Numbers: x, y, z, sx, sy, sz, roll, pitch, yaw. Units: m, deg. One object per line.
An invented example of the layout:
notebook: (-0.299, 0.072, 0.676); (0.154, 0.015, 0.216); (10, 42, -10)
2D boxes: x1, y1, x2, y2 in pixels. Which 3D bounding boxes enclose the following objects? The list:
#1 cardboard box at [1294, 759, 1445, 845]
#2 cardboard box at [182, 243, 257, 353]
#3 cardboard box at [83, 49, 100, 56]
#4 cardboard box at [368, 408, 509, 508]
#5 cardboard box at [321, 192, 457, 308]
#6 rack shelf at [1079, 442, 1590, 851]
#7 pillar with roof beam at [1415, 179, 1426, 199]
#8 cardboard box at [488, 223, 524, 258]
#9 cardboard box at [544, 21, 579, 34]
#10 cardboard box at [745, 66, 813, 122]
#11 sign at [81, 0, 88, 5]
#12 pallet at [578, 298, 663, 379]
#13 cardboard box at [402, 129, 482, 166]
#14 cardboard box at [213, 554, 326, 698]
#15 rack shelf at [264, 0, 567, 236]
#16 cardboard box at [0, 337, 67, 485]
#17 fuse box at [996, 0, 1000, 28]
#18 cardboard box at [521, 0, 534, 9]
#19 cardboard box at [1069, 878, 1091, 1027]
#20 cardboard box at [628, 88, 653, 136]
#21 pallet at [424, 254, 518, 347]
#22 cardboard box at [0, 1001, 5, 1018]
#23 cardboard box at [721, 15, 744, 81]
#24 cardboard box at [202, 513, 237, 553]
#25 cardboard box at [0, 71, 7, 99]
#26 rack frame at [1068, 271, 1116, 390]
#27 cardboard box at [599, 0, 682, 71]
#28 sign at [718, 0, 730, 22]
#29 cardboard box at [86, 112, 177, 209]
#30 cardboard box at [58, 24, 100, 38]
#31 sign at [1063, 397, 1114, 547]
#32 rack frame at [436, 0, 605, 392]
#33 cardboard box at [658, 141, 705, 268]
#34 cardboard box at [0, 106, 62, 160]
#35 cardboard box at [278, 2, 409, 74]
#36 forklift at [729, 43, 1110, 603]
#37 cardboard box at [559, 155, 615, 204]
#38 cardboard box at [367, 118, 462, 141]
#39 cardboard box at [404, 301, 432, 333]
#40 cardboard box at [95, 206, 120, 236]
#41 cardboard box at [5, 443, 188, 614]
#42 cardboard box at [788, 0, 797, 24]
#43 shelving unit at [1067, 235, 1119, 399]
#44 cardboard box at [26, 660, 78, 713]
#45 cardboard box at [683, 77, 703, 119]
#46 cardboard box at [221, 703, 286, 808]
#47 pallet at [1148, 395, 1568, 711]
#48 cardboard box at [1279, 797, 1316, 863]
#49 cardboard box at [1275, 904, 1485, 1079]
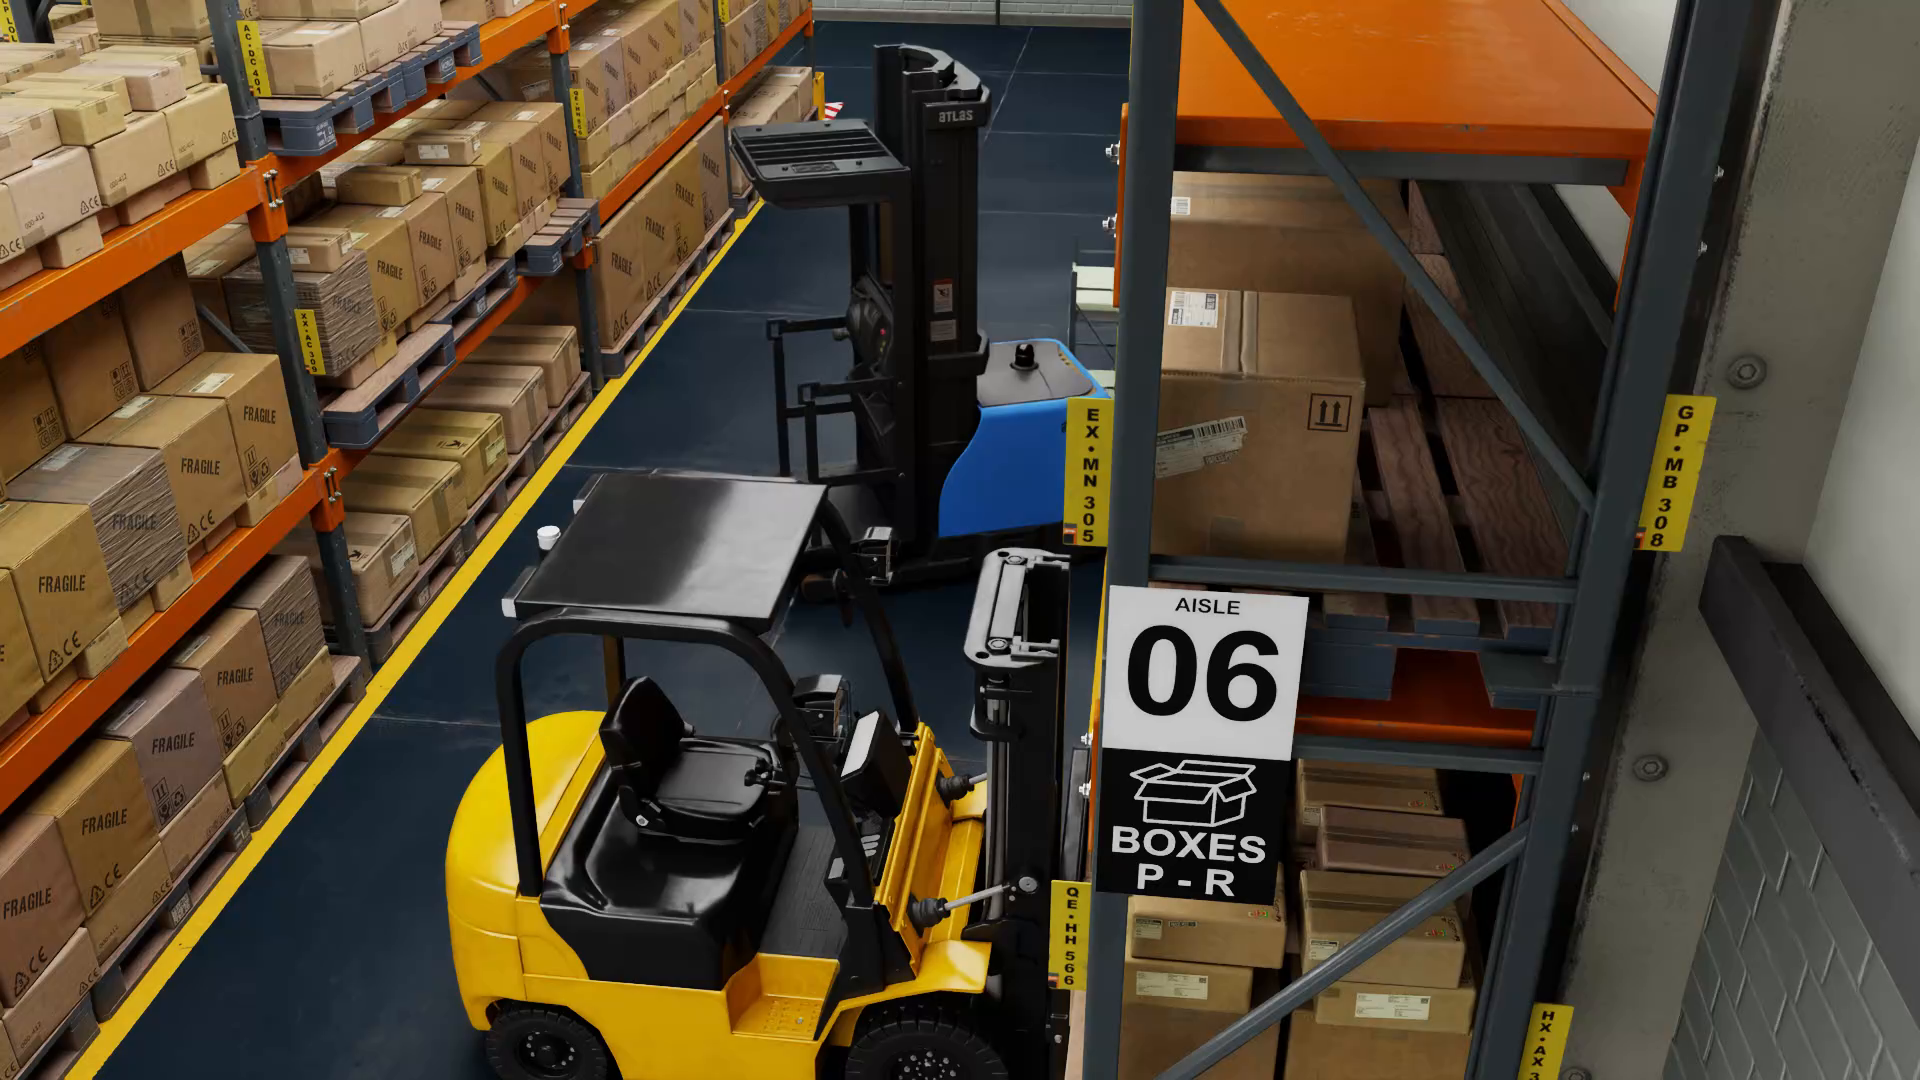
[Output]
cardboard box: (1.134, 0.728, 4.633); (0.380, 0.149, 0.250); (4, 29, 7)
cardboard box: (-3.811, -1.179, 8.415); (0.500, 0.500, 0.500); (3, 28, 5)
cardboard box: (-7.564, -4.109, 14.223); (0.380, 0.149, 0.250); (2, 28, 4)
cardboard box: (-3.410, -0.530, 10.399); (0.950, 0.372, 0.625); (4, 29, 8)
cardboard box: (-3.163, -1.620, 9.233); (0.500, 0.500, 0.500); (3, 28, 6)
rack shelf: (1.042, -0.364, 5.360); (1.077, 0.370, 4.000); (3, 28, 6)
pillar with roof beam: (-1.761, -4.410, 8.948); (9.100, 9.000, 0.400); (3, 28, 6)
cardboard box: (-2.962, -1.878, 10.395); (0.380, 0.149, 0.250); (4, 29, 7)
cardboard box: (-3.224, -3.690, 12.777); (0.500, 0.500, 0.500); (3, 28, 6)
cardboard box: (-2.151, -4.978, 18.586); (0.875, 0.438, 0.875); (2, 28, 4)
sign: (-8.124, -5.004, 15.462); (0.100, 0.325, 0.005); (3, 28, 6)
pallet: (-2.978, -1.611, 13.017); (1.003, 0.211, 1.213); (3, 28, 6)
cardboard box: (-3.070, -2.331, 9.867); (0.380, 0.149, 0.250); (2, 28, 4)
cardboard box: (-3.446, 0.401, 8.009); (0.500, 0.500, 0.500); (3, 28, 5)
rack shelf: (-3.395, -2.534, 9.387); (1.077, 0.370, 4.000); (3, 28, 6)
cardboard box: (-4.081, -0.535, 6.608); (0.700, 0.500, 0.500); (3, 28, 5)
fuse box: (0.565, -8.135, 23.546); (0.539, 1.711, 0.414); (3, 28, 6)
cardboard box: (-2.980, -3.521, 10.725); (0.380, 0.149, 0.250); (3, 28, 6)
cardboard box: (0.652, 1.453, 5.793); (0.500, 0.250, 0.500); (4, 29, 7)
cardboard box: (-2.705, -3.327, 12.894); (0.500, 0.250, 0.500); (3, 28, 6)
pallet: (-3.352, -1.453, 9.987); (1.003, 0.211, 1.213); (3, 28, 6)
cardboard box: (-3.754, 1.615, 5.756); (0.500, 0.500, 0.500); (2, 28, 4)
cardboard box: (-2.342, -4.604, 15.528); (0.500, 0.500, 0.500); (4, 29, 8)
cardboard box: (-3.510, -0.073, 7.488); (0.380, 0.149, 0.250); (3, 29, 6)
cardboard box: (-4.046, -1.773, 6.639); (0.380, 0.149, 0.250); (2, 28, 5)
rack frame: (0.868, -0.953, 10.419); (0.400, 1.500, 0.023); (3, 28, 4)
cardboard box: (-2.603, -4.132, 13.598); (0.500, 0.500, 0.500); (4, 29, 8)
sign: (-2.120, -4.802, 14.864); (0.100, 0.325, 0.005); (3, 28, 6)
cardboard box: (-3.488, -1.513, 6.577); (0.500, 0.250, 0.500); (3, 28, 5)
cardboard box: (-7.538, -4.359, 14.373); (0.380, 0.149, 0.250); (3, 28, 6)
sign: (0.260, -0.133, 3.321); (0.100, 0.325, 0.005); (3, 28, 6)
rack frame: (-3.150, -2.472, 11.675); (1.000, 3.000, 0.127); (3, 28, 6)
cardboard box: (-2.759, -2.882, 14.234); (0.875, 0.875, 0.875); (4, 29, 8)
cardboard box: (-3.574, -1.497, 6.127); (0.380, 0.149, 0.250); (3, 28, 5)
cardboard box: (-3.109, -2.519, 8.315); (0.500, 0.250, 0.500); (3, 28, 6)
forklift: (-0.693, -1.205, 9.397); (3.031, 2.935, 1.130); (-8, 29, -14)
cardboard box: (-2.840, -2.621, 12.111); (0.500, 0.250, 0.500); (3, 28, 5)
cardboard box: (-3.491, -2.387, 10.657); (0.500, 0.500, 0.500); (5, 29, 9)
cardboard box: (-3.187, -1.278, 9.282); (0.380, 0.149, 0.250); (4, 29, 7)
cardboard box: (-3.579, -1.280, 6.566); (0.380, 0.149, 0.250); (2, 28, 4)
cardboard box: (-3.563, -0.053, 6.766); (0.500, 0.500, 0.500); (4, 29, 8)
cardboard box: (-2.042, -5.804, 17.754); (0.500, 0.500, 0.500); (3, 28, 5)
shelving unit: (0.898, -1.123, 10.741); (0.431, 1.500, 0.755); (3, 28, 4)
cardboard box: (-3.643, 0.526, 6.375); (0.380, 0.149, 0.250); (3, 28, 5)
cardboard box: (-2.528, -3.823, 14.342); (0.500, 0.250, 0.500); (3, 28, 5)
cardboard box: (-3.501, 0.982, 7.721); (0.500, 0.250, 0.500); (3, 28, 5)
pallet: (0.909, -0.032, 4.078); (1.003, 0.211, 1.213); (3, 28, 6)
cardboard box: (1.101, 0.868, 4.687); (0.380, 0.149, 0.250); (3, 28, 5)
cardboard box: (1.133, 1.320, 4.532); (0.500, 0.500, 0.500); (4, 29, 8)
